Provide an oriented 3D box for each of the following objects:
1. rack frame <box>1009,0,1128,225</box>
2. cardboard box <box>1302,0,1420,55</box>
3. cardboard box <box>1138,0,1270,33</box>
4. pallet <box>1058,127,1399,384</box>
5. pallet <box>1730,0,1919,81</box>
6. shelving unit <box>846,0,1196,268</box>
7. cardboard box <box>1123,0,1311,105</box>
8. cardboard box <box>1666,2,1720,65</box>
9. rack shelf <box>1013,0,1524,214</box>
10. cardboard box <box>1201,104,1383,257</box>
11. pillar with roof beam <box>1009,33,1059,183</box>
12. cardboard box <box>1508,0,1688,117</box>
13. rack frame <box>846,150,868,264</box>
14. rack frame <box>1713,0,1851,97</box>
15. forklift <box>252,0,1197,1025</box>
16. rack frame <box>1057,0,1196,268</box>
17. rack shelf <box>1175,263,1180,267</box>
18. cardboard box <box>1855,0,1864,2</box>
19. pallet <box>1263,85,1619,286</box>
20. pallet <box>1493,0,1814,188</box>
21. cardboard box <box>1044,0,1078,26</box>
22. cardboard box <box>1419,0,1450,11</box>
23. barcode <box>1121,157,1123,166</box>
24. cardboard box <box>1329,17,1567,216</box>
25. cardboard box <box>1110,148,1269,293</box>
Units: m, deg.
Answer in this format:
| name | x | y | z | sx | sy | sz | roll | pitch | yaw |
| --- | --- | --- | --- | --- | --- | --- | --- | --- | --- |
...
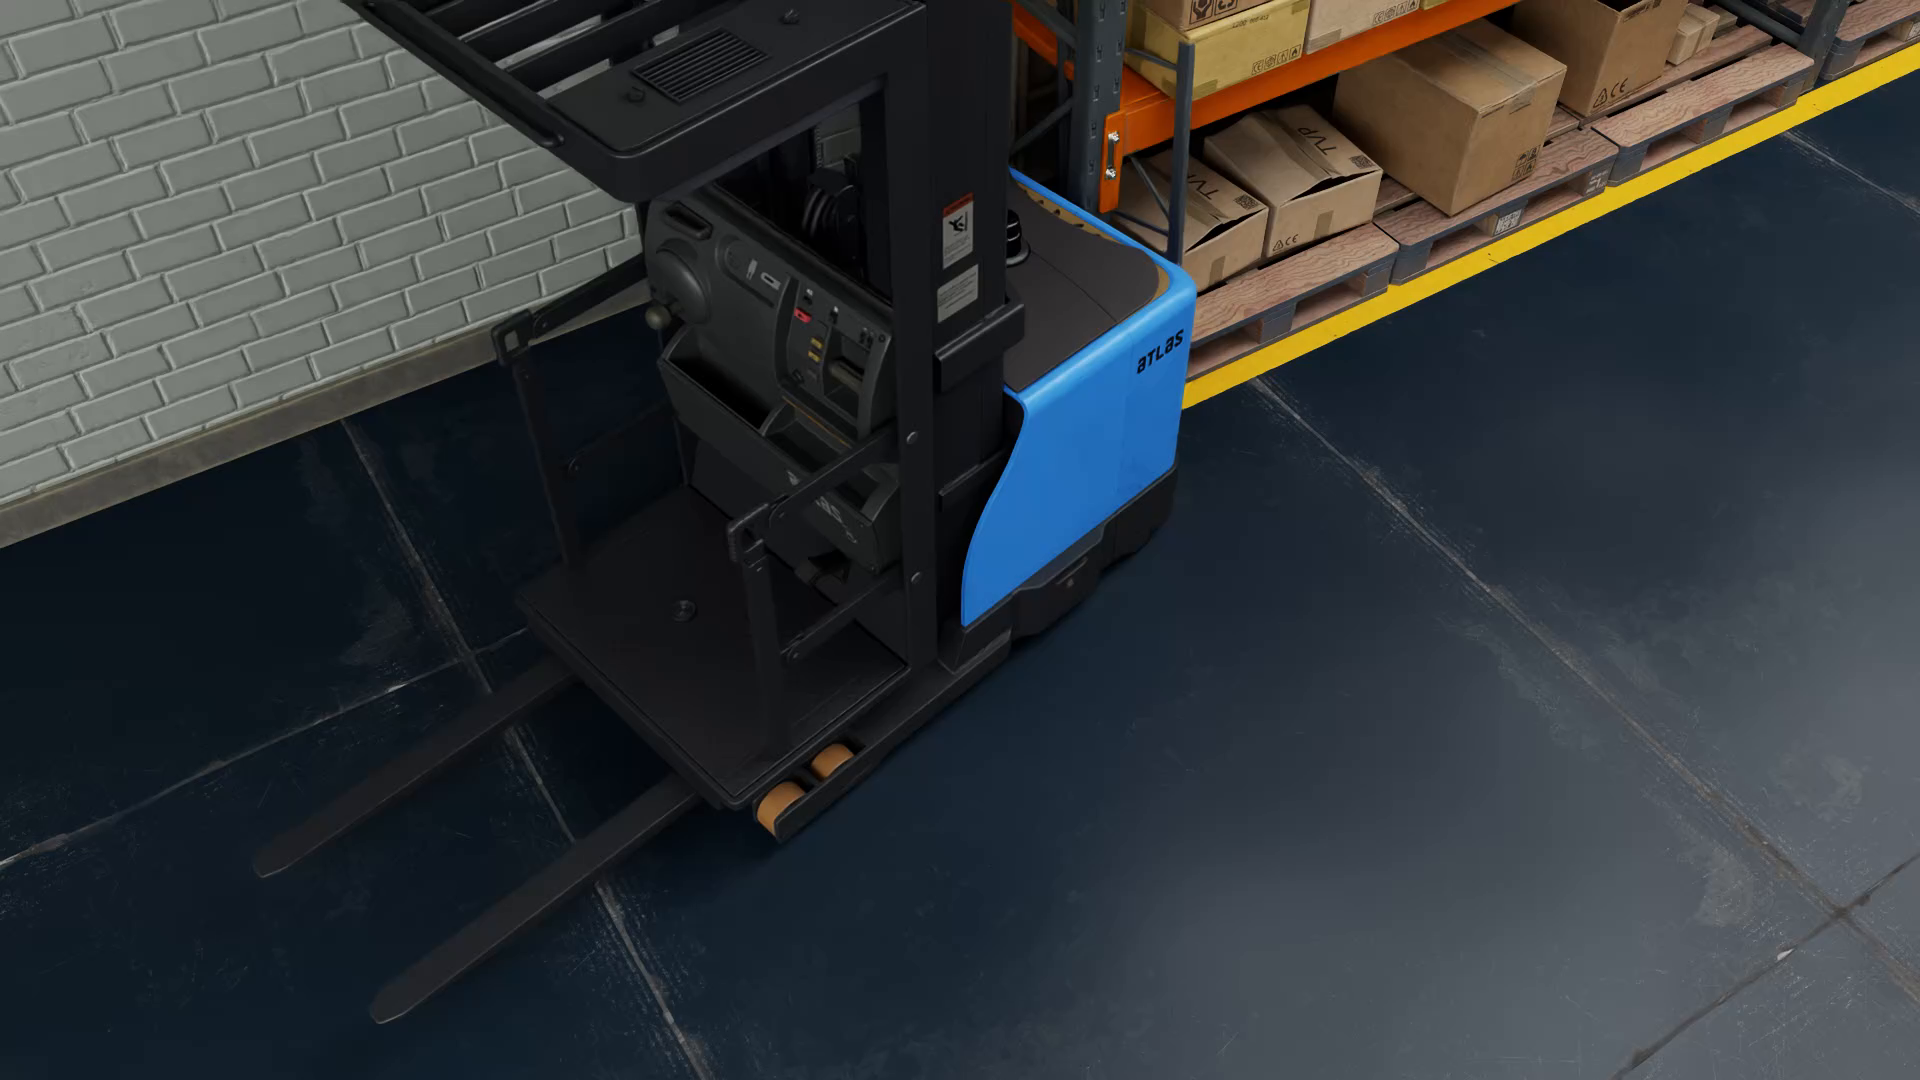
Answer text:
| name | x | y | z | sx | sy | sz | roll | pitch | yaw |
| --- | --- | --- | --- | --- | --- | --- | --- | --- | --- |
| rack frame | 0.179 | -1.742 | 5.293 | 0.127 | 3.000 | 1.000 | -25 | 53 | -21 |
| cardboard box | 1.193 | -1.909 | 5.529 | 0.500 | 0.250 | 0.500 | -27 | 54 | -22 |
| cardboard box | 0.743 | -1.949 | 5.062 | 0.500 | 0.500 | 0.500 | -25 | 53 | -21 |
| pallet | 0.949 | -1.147 | 6.630 | 1.213 | 0.211 | 1.003 | -25 | 53 | -21 |
| pallet | 4.220 | -2.720 | 8.031 | 1.213 | 0.211 | 1.003 | -25 | 53 | -21 |
| shelving unit | 0.232 | -0.810 | 5.455 | 0.538 | 1.500 | 1.048 | 30 | 57 | 26 |
| cardboard box | 0.761 | -1.693 | 5.336 | 0.500 | 0.250 | 0.500 | -27 | 54 | -22 |
| cardboard box | 3.126 | -2.308 | 7.400 | 0.250 | 0.166 | 0.380 | -32 | 56 | -25 |
| rack shelf | 1.871 | -2.300 | 6.271 | 4.000 | 0.370 | 1.077 | -25 | 53 | -21 |
| cardboard box | 1.294 | -1.441 | 6.530 | 0.500 | 0.311 | 0.500 | -21 | 52 | -18 |
| pillar with roof beam | 2.607 | -1.844 | 1.366 | 0.400 | 9.000 | 9.100 | -25 | 53 | -21 |
| cardboard box | 2.706 | -2.212 | 7.091 | 0.500 | 0.500 | 0.500 | -29 | 54 | -23 |
| rack frame | -0.085 | -0.501 | 5.205 | 0.500 | 1.500 | 0.032 | 30 | 57 | 26 |
| rack frame | 3.562 | -3.336 | 6.713 | 0.127 | 3.000 | 1.000 | -25 | 53 | -21 |
| forklift | -0.667 | -0.534 | 4.263 | 3.031 | 2.935 | 1.130 | -36 | 58 | -28 |
| rack frame | 0.549 | -1.118 | 5.706 | 0.500 | 1.500 | 0.032 | 30 | 57 | 26 |
| rack shelf | 0.241 | -0.691 | 5.590 | 0.538 | 0.185 | 1.000 | 30 | 57 | 26 |
| cardboard box | 4.176 | -2.955 | 7.752 | 0.500 | 0.500 | 0.700 | -24 | 52 | -20 |
| pallet | 1.980 | -1.630 | 7.060 | 1.213 | 0.211 | 1.003 | -25 | 53 | -21 |
| pallet | 3.013 | -2.119 | 7.496 | 1.213 | 0.211 | 1.003 | -25 | 53 | -21 |
| cardboard box | 0.471 | -2.008 | 5.617 | 0.500 | 0.250 | 0.500 | -25 | 53 | -20 |
| cardboard box | 1.627 | -2.108 | 5.706 | 0.500 | 0.250 | 0.500 | -26 | 53 | -21 |
| barcode | 0.614 | -1.476 | 6.556 | 0.075 | 0.075 | 0.001 | -25 | 53 | -21 |
| cardboard box | 1.941 | -1.764 | 6.692 | 0.500 | 0.500 | 0.700 | -28 | 54 | -23 |
| cardboard box | 0.812 | -1.213 | 6.328 | 0.500 | 0.311 | 0.500 | -31 | 55 | -25 |
